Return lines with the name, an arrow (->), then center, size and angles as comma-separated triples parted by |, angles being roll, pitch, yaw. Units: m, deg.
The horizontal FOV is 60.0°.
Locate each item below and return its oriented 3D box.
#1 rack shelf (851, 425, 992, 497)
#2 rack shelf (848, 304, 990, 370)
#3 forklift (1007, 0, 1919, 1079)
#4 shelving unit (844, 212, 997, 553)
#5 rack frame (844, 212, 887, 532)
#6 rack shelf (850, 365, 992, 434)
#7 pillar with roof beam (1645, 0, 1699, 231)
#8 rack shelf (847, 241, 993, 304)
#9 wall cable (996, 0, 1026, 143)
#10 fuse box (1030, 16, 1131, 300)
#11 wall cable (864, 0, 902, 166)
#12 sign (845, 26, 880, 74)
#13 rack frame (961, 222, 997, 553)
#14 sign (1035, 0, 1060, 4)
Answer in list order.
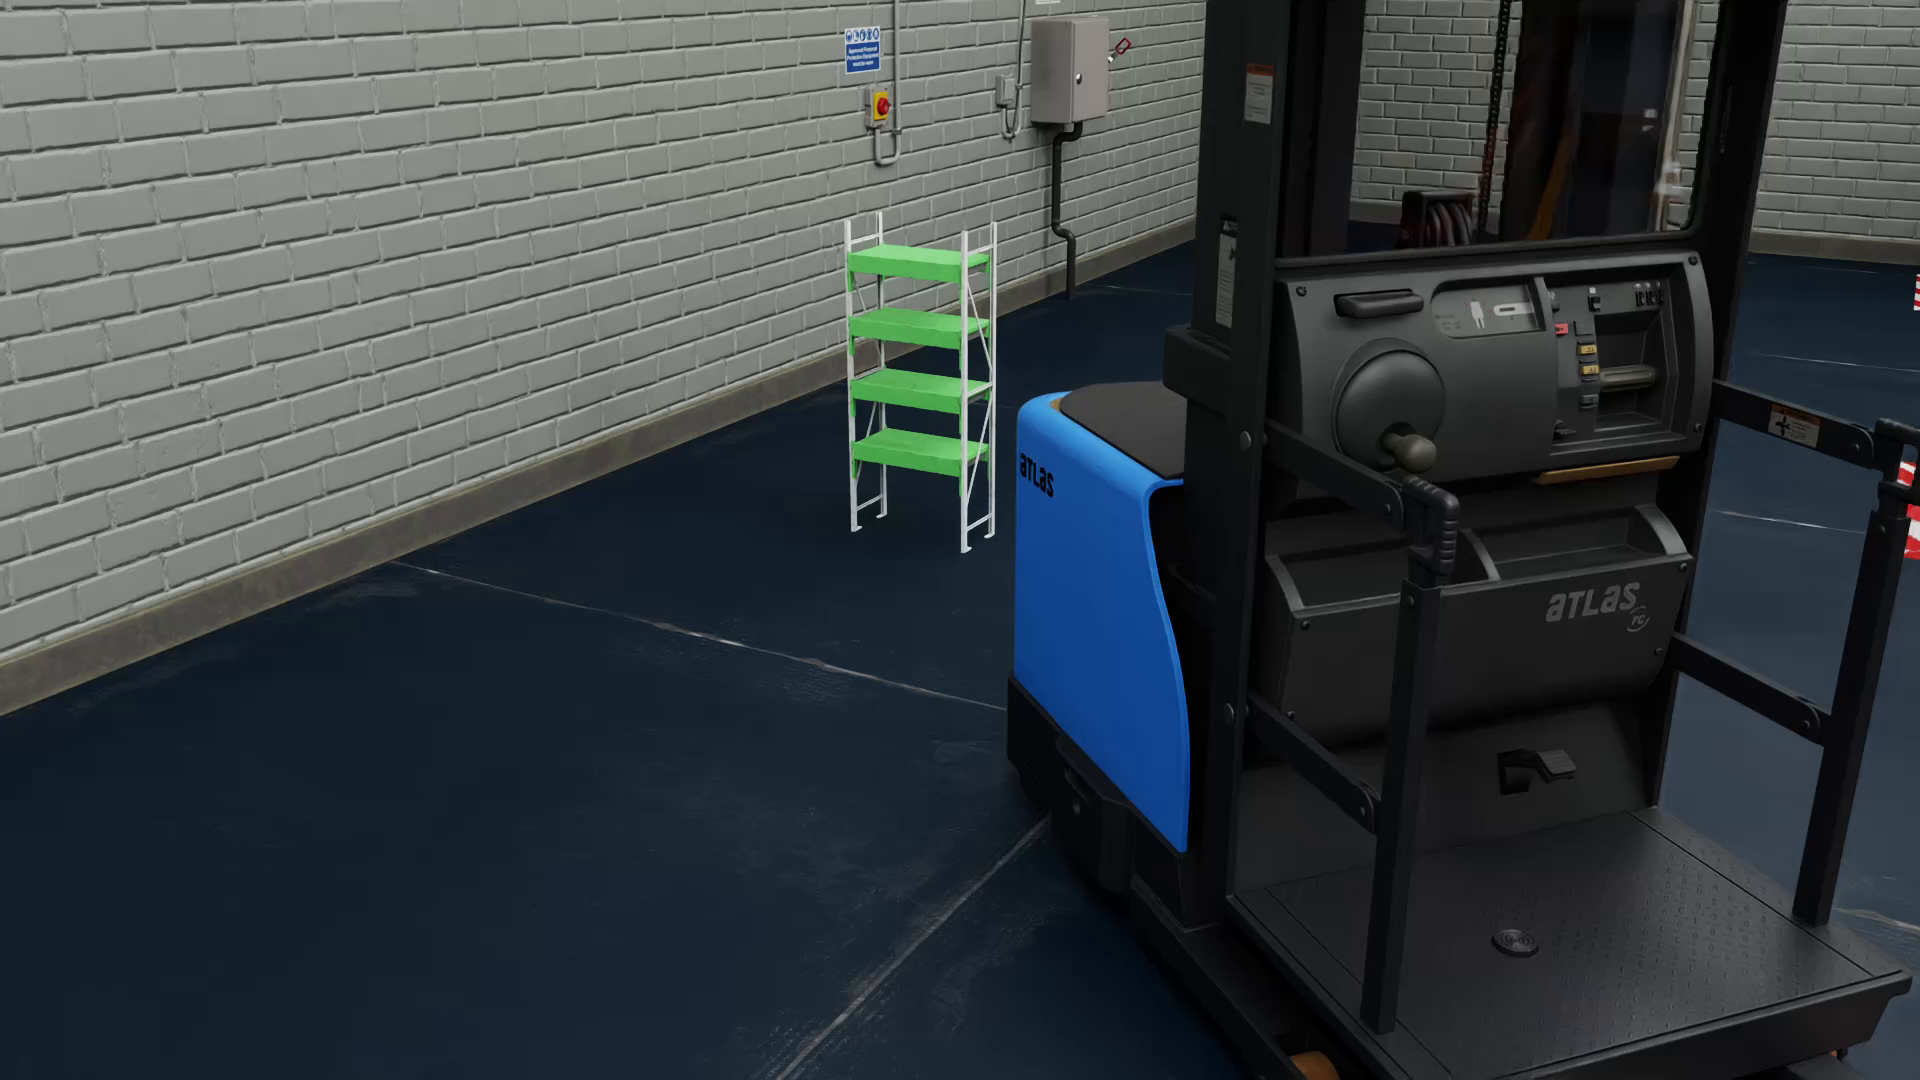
rack shelf -> -0.145, -0.306, 6.340 | 0.480, 0.148, 0.258 | 11, 23, 27
rack shelf -> -0.145, -0.757, 6.176 | 0.480, 0.148, 0.258 | 11, 23, 27
forklift -> 1.110, -0.323, 2.958 | 1.130, 2.935, 3.031 | -7, 21, -19
shelving unit -> -0.145, -0.592, 6.236 | 0.503, 1.200, 0.258 | 11, 23, 27
rack frame -> -0.358, -0.632, 6.348 | 0.015, 1.200, 0.240 | 11, 23, 27
rack shelf -> -0.145, -0.532, 6.258 | 0.480, 0.148, 0.258 | 11, 23, 27
pillar with roof beam -> 2.926, -5.150, 7.366 | 0.400, 9.000, 9.100 | 11, 23, 27
rack shelf -> -0.145, -0.983, 6.095 | 0.480, 0.148, 0.258 | 11, 23, 27
wall cable -> 0.269, -3.249, 9.433 | 0.122, 1.984, 0.588 | 11, 23, 27
fuse box -> 0.740, -2.343, 10.314 | 0.414, 1.711, 0.539 | 11, 23, 27
wall cable -> -0.412, -2.839, 8.258 | 0.123, 1.953, 0.585 | 11, 23, 27
sign -> -0.489, -2.470, 8.379 | 0.001, 0.218, 0.327 | 11, 23, 27
rack frame -> 0.069, -0.551, 6.125 | 0.015, 1.200, 0.240 | 11, 23, 27
sign -> 0.532, -3.354, 10.003 | 0.001, 0.242, 0.339 | 11, 23, 27
